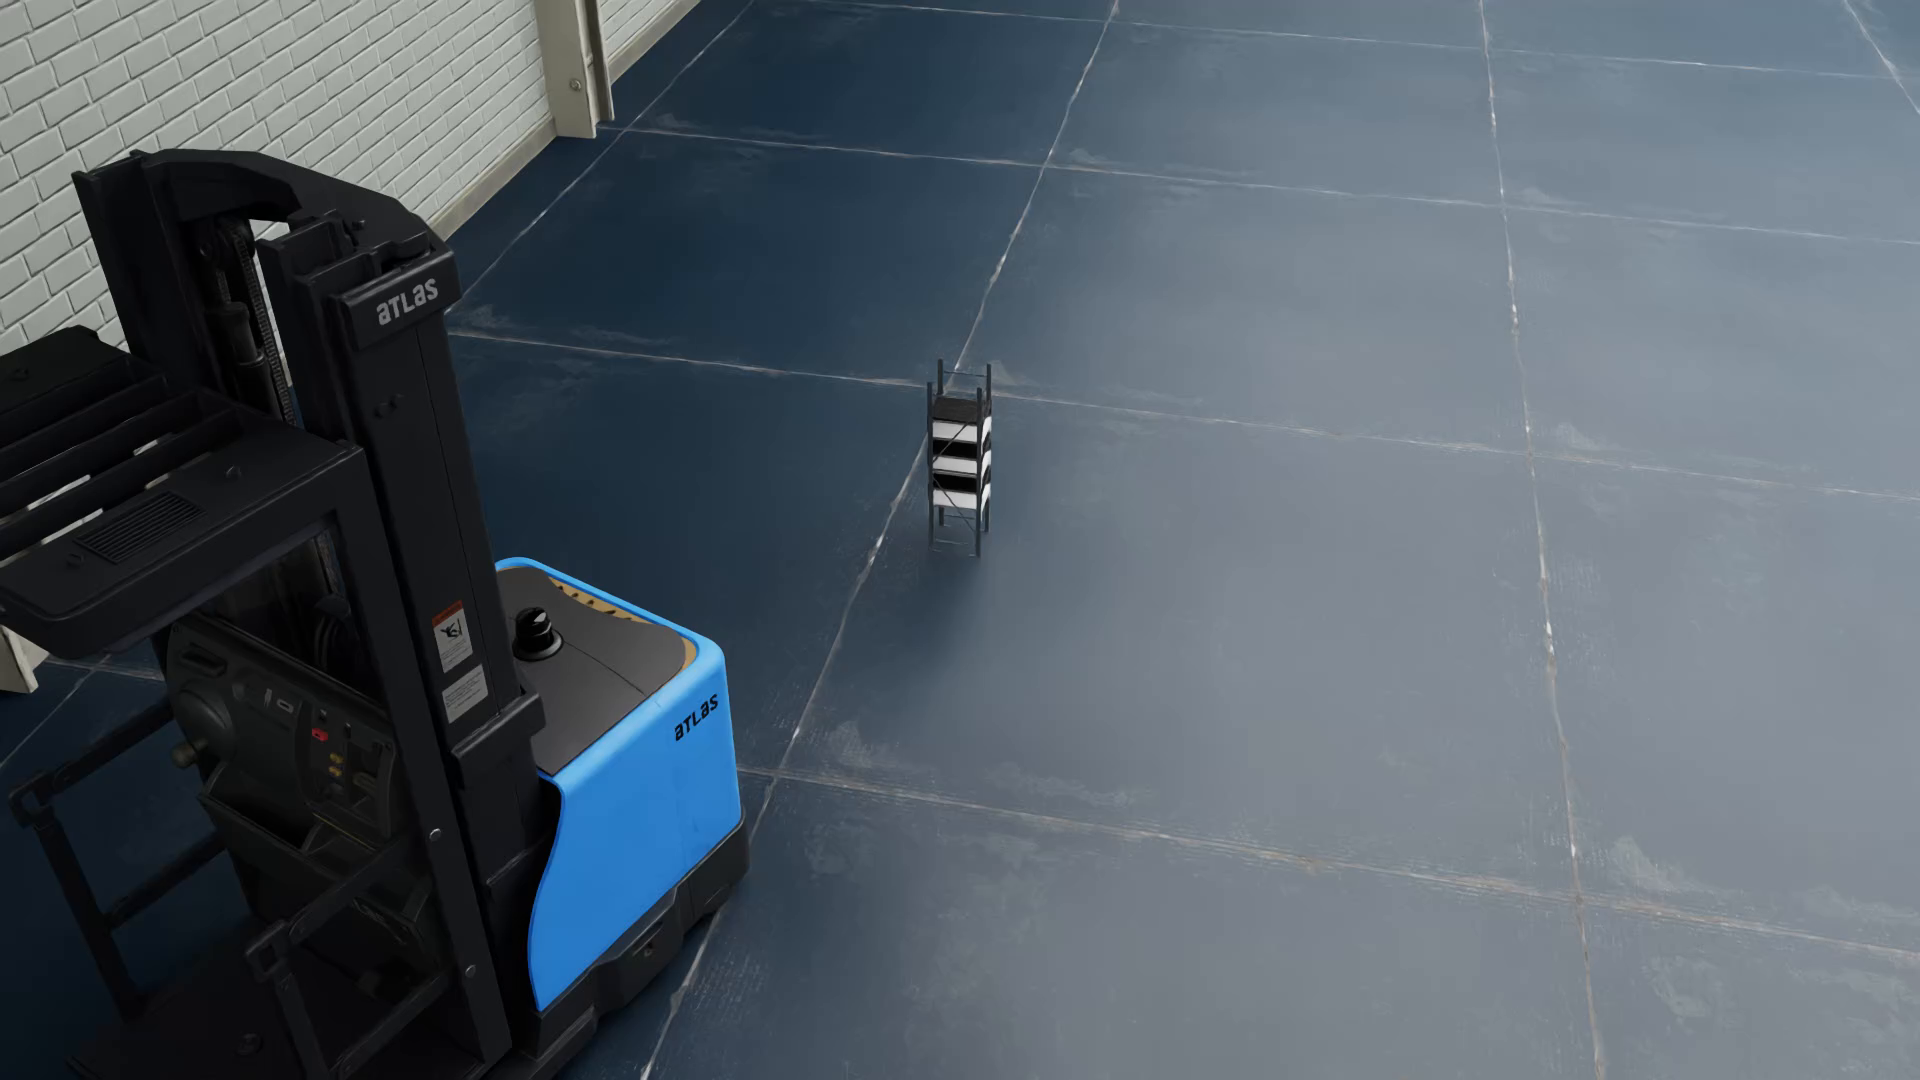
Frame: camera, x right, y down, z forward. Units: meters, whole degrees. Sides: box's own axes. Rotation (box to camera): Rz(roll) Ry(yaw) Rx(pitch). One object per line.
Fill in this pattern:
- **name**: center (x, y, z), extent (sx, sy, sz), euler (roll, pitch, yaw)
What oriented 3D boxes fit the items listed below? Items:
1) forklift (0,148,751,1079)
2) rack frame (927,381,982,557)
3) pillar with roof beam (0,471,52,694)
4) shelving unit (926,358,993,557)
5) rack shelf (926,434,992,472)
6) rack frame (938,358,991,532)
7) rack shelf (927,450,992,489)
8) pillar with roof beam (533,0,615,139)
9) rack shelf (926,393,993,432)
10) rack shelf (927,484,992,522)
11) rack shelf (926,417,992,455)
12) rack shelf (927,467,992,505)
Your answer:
- **forklift**: center (-1.984, 0.598, 4.428), extent (1.130, 2.935, 3.031), euler (21, 41, 26)
- **rack frame**: center (-0.023, -0.301, 7.399), extent (0.240, 0.900, 0.006), euler (7, 37, 10)
- **pillar with roof beam**: center (0.256, -2.601, 3.670), extent (9.100, 9.000, 0.400), euler (7, 37, 10)
- **shelving unit**: center (-0.002, -0.360, 7.479), extent (0.258, 0.900, 0.210), euler (7, 37, 10)
- **rack shelf**: center (-0.002, -0.406, 7.446), extent (0.258, 0.077, 0.200), euler (7, 37, 10)
- **rack frame**: center (0.020, -0.418, 7.560), extent (0.240, 0.900, 0.006), euler (7, 37, 10)
- **rack shelf**: center (-0.002, -0.333, 7.499), extent (0.258, 0.077, 0.200), euler (7, 37, 10)
- **pillar with roof beam**: center (1.538, -6.040, 8.416), extent (9.100, 9.000, 0.400), euler (7, 37, 10)
- **rack shelf**: center (-0.002, -0.551, 7.341), extent (0.258, 0.077, 0.200), euler (7, 37, 10)
- **rack shelf**: center (-0.002, -0.187, 7.605), extent (0.258, 0.077, 0.200), euler (7, 37, 10)
- **rack shelf**: center (-0.002, -0.478, 7.393), extent (0.258, 0.077, 0.200), euler (7, 37, 10)
- **rack shelf**: center (-0.002, -0.260, 7.552), extent (0.258, 0.077, 0.200), euler (7, 37, 10)
